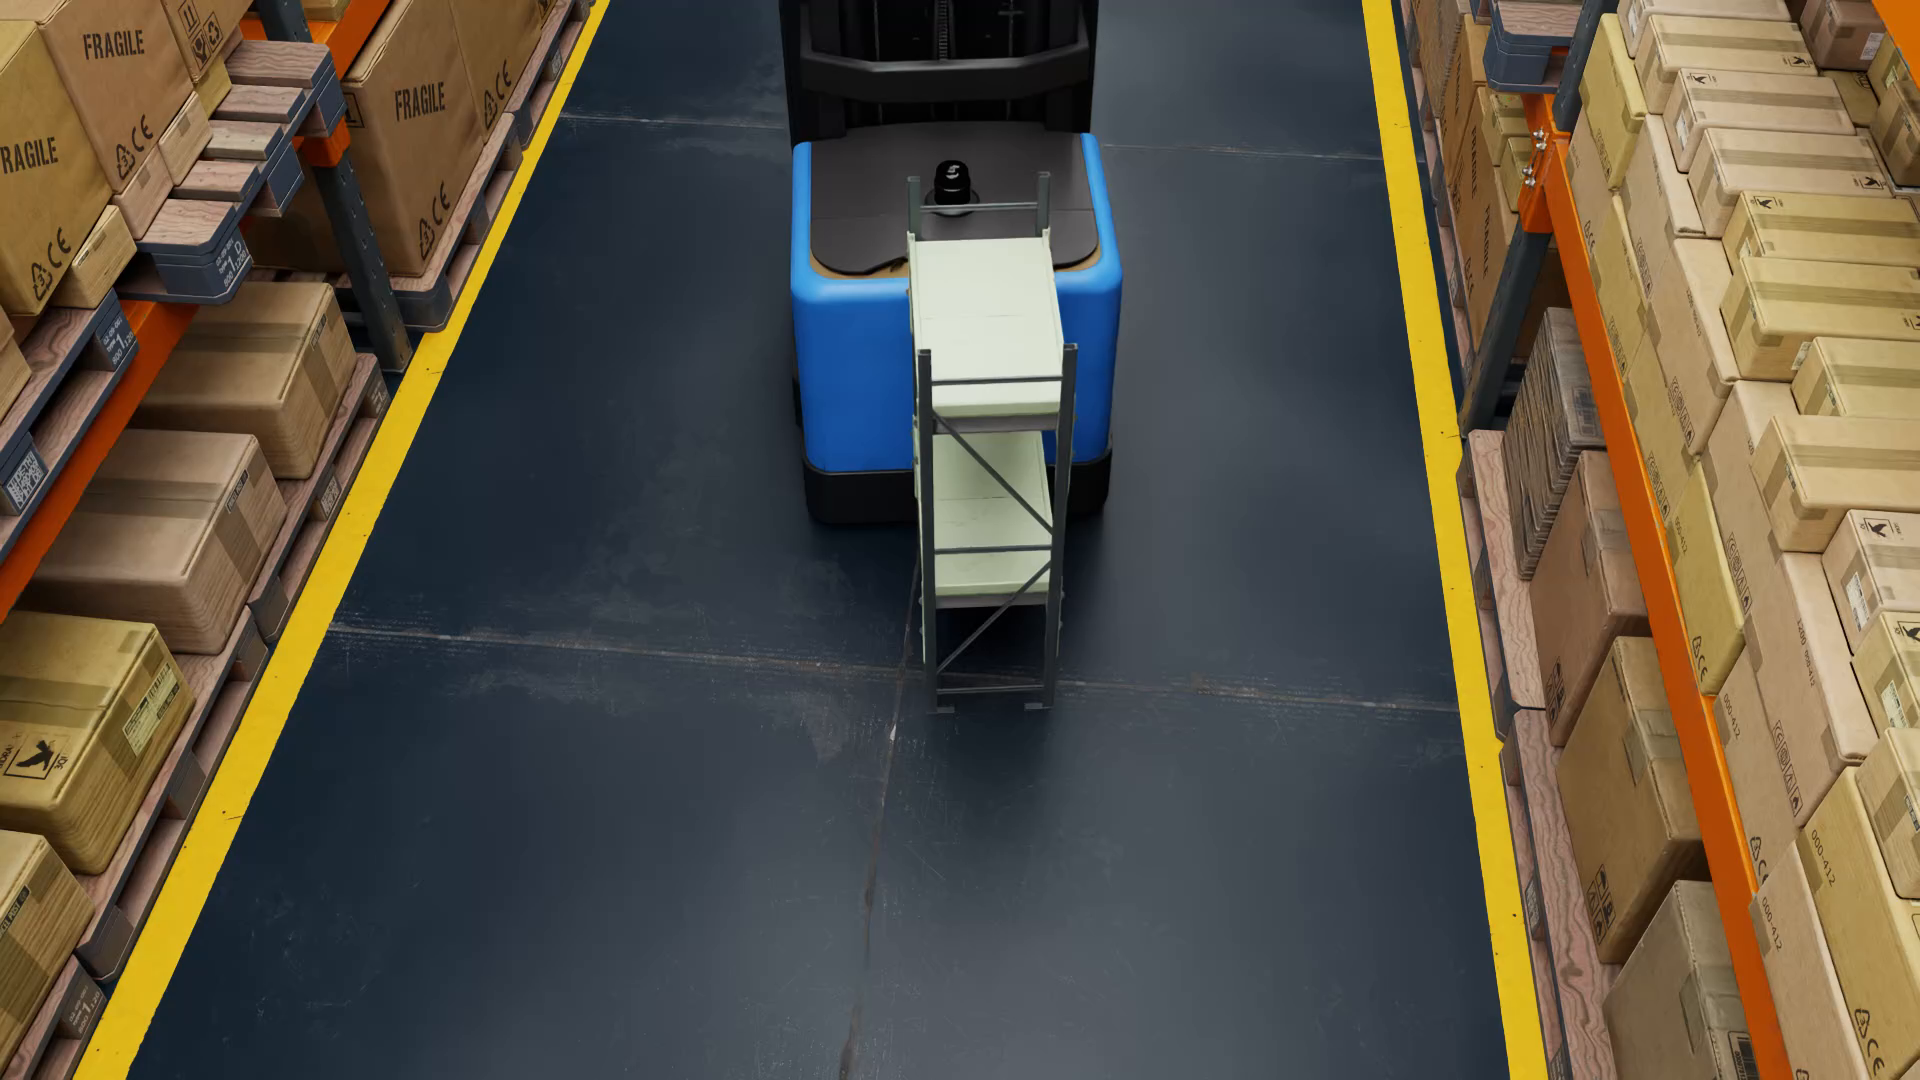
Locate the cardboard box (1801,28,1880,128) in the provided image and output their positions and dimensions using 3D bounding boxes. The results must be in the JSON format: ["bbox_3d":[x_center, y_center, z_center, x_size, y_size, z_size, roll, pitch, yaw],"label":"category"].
[{"bbox_3d":[2.572,-1.157,4.538,0.500,0.250,0.500,5,48,4],"label":"cardboard box"}]

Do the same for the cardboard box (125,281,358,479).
[{"bbox_3d":[-2.669,-0.559,5.725,0.950,0.372,0.625,1,48,1],"label":"cardboard box"}]

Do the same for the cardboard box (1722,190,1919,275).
[{"bbox_3d":[1.988,-0.659,3.813,0.380,0.149,0.250,4,48,4],"label":"cardboard box"}]

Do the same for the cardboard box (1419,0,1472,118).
[{"bbox_3d":[2.290,-2.146,7.089,0.500,0.500,0.500,2,48,2],"label":"cardboard box"}]

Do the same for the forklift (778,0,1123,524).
[{"bbox_3d":[-0.086,-2.130,5.712,1.130,2.935,3.031,-2,48,-2],"label":"forklift"}]

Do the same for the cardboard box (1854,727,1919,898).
[{"bbox_3d":[1.754,0.464,2.786,0.380,0.149,0.250,3,48,2],"label":"cardboard box"}]

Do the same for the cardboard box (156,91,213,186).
[{"bbox_3d":[-2.334,-1.129,4.635,0.380,0.149,0.250,4,48,3],"label":"cardboard box"}]

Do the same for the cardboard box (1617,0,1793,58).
[{"bbox_3d":[2.014,-1.426,4.514,0.380,0.149,0.250,5,48,5],"label":"cardboard box"}]

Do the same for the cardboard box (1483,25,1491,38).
[{"bbox_3d":[2.282,-2.052,6.564,0.380,0.149,0.250,3,48,3],"label":"cardboard box"}]

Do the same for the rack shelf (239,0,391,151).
[{"bbox_3d":[-2.425,-2.946,6.899,1.077,0.370,4.000,4,48,4],"label":"rack shelf"}]

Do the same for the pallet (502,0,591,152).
[{"bbox_3d":[-2.347,-2.246,7.661,1.003,0.211,1.213,4,48,4],"label":"pallet"}]

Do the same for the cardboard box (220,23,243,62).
[{"bbox_3d":[-2.403,-1.519,4.992,0.380,0.149,0.250,5,48,5],"label":"cardboard box"}]

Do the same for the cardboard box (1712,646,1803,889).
[{"bbox_3d":[1.873,0.482,3.378,0.500,0.250,0.500,4,48,4],"label":"cardboard box"}]

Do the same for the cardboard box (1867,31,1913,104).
[{"bbox_3d":[2.595,-1.188,4.296,0.380,0.149,0.250,5,48,5],"label":"cardboard box"}]

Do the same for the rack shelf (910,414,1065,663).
[{"bbox_3d":[0.074,-0.020,5.194,0.431,0.370,0.720,-2,48,-2],"label":"rack shelf"}]

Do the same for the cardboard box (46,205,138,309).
[{"bbox_3d":[-2.376,-0.741,4.281,0.380,0.149,0.250,5,48,4],"label":"cardboard box"}]

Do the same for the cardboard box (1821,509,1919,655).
[{"bbox_3d":[1.869,0.092,3.126,0.380,0.149,0.250,4,48,4],"label":"cardboard box"}]

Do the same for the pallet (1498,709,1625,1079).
[{"bbox_3d":[2.108,1.050,4.647,1.003,0.211,1.213,4,48,4],"label":"pallet"}]

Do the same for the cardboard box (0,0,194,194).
[{"bbox_3d":[-2.408,-1.261,4.317,0.500,0.500,0.500,3,48,3],"label":"cardboard box"}]

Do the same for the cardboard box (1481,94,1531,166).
[{"bbox_3d":[2.123,-1.487,6.047,0.380,0.149,0.250,2,48,2],"label":"cardboard box"}]

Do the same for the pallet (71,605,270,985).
[{"bbox_3d":[-2.794,0.691,4.975,1.003,0.211,1.213,4,48,4],"label":"pallet"}]

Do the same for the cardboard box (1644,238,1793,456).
[{"bbox_3d":[1.940,-0.445,3.887,0.500,0.250,0.500,3,48,3],"label":"cardboard box"}]

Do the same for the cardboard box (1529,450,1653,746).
[{"bbox_3d":[2.214,0.210,4.850,0.875,0.625,0.625,5,48,5],"label":"cardboard box"}]

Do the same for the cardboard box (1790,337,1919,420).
[{"bbox_3d":[1.979,-0.279,3.465,0.380,0.149,0.250,4,48,4],"label":"cardboard box"}]

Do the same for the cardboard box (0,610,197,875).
[{"bbox_3d":[-2.803,0.541,4.719,0.950,0.372,0.625,5,48,5],"label":"cardboard box"}]

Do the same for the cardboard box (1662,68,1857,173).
[{"bbox_3d":[1.993,-1.039,4.160,0.380,0.149,0.250,5,48,5],"label":"cardboard box"}]

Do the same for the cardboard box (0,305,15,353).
[{"bbox_3d":[-2.504,-0.489,3.611,0.500,0.500,0.500,2,48,2],"label":"cardboard box"}]

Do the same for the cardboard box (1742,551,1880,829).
[{"bbox_3d":[1.854,0.302,3.204,0.500,0.250,0.500,5,48,4],"label":"cardboard box"}]

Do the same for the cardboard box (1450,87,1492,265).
[{"bbox_3d":[2.217,-1.378,6.387,0.500,0.500,0.500,3,48,3],"label":"cardboard box"}]

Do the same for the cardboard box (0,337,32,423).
[{"bbox_3d":[-2.465,-0.375,3.946,0.380,0.149,0.250,2,48,2],"label":"cardboard box"}]

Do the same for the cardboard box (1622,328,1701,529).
[{"bbox_3d":[1.962,-0.279,4.074,0.500,0.250,0.500,2,48,2],"label":"cardboard box"}]

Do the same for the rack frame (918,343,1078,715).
[{"bbox_3d":[0.094,0.030,4.707,0.400,1.500,0.023,-2,48,-2],"label":"rack frame"}]

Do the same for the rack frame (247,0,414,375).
[{"bbox_3d":[-2.607,-1.719,5.289,1.000,3.000,0.127,4,48,4],"label":"rack frame"}]

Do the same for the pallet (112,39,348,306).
[{"bbox_3d":[-2.566,-1.123,4.874,1.213,0.211,1.003,4,48,4],"label":"pallet"}]

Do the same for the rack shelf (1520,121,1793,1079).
[{"bbox_3d":[2.154,0.325,3.908,1.077,0.370,4.000,4,48,4],"label":"rack shelf"}]

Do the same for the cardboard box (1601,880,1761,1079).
[{"bbox_3d":[2.086,1.258,3.892,0.875,0.625,0.625,3,48,3],"label":"cardboard box"}]

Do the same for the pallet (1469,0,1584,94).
[{"bbox_3d":[2.328,-1.826,5.517,1.213,0.211,1.003,4,48,4],"label":"pallet"}]

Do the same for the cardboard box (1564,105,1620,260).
[{"bbox_3d":[2.052,-1.027,4.758,0.500,0.250,0.500,4,48,4],"label":"cardboard box"}]

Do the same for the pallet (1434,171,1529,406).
[{"bbox_3d":[2.442,-0.993,6.515,1.003,0.211,1.213,4,48,4],"label":"pallet"}]

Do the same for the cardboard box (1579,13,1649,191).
[{"bbox_3d":[2.027,-1.198,4.576,0.500,0.250,0.500,4,48,3],"label":"cardboard box"}]

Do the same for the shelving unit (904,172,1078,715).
[{"bbox_3d":[0.074,-0.240,4.953,0.431,1.500,0.755,-2,48,-2],"label":"shelving unit"}]

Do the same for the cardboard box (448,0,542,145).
[{"bbox_3d":[-2.376,-2.300,6.977,0.875,0.875,0.875,4,48,4],"label":"cardboard box"}]

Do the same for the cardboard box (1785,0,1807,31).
[{"bbox_3d":[2.539,-1.931,5.131,0.500,0.500,0.500,6,48,5],"label":"cardboard box"}]

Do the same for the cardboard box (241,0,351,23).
[{"bbox_3d":[-2.312,-2.011,5.658,0.500,0.250,0.500,3,48,3],"label":"cardboard box"}]

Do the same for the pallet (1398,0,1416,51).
[{"bbox_3d":[2.664,-2.785,8.155,1.003,0.211,1.213,4,48,4],"label":"pallet"}]
